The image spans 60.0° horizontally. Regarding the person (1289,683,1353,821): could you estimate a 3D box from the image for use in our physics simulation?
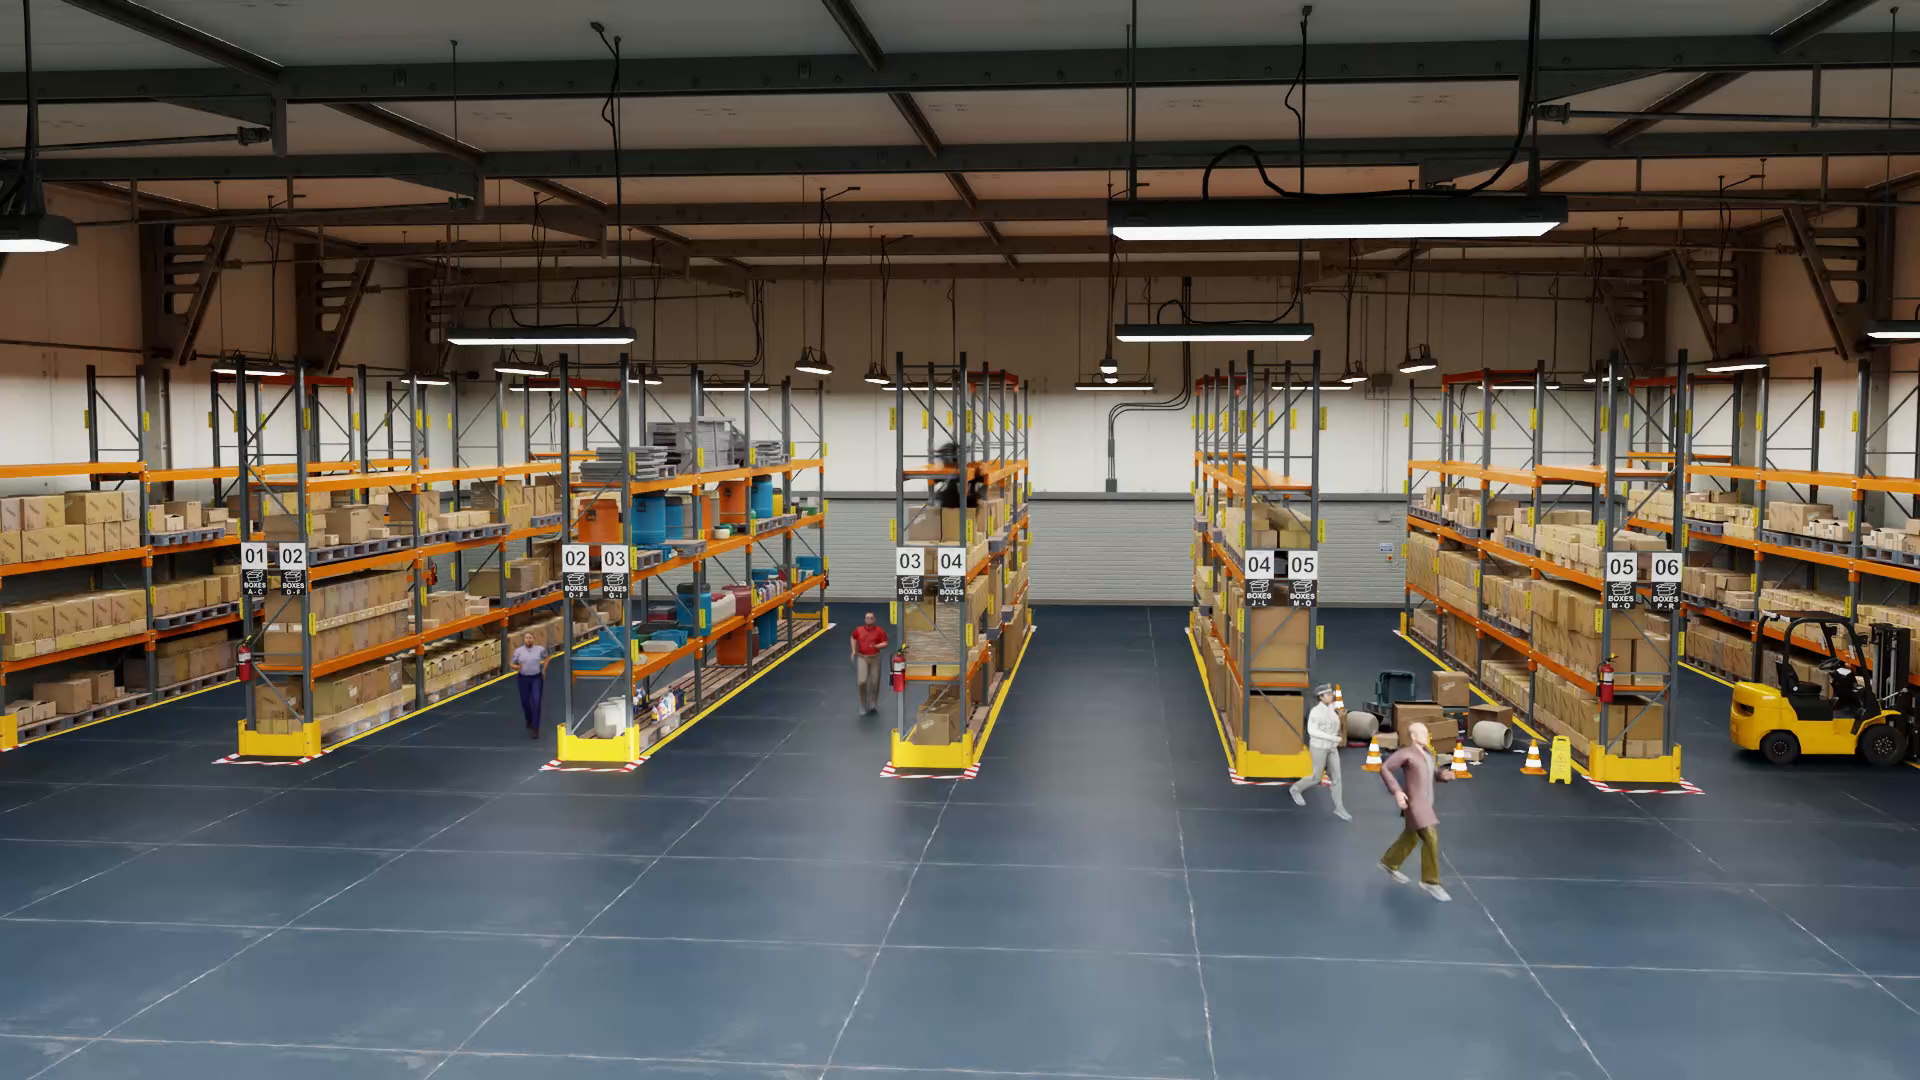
[{"bbox_3d":[4.600,2.655,21.109,0.633,1.713,0.908,-4,5,-42],"label":"person"}]

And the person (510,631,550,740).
[{"bbox_3d":[-6.861,2.288,26.523,0.602,1.658,0.886,-1,4,-9],"label":"person"}]

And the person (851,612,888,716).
[{"bbox_3d":[-1.558,2.128,28.522,0.631,1.798,0.754,0,4,-3],"label":"person"}]

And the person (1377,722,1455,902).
[{"bbox_3d":[4.839,2.848,17.661,0.908,1.833,0.678,3,5,39],"label":"person"}]
